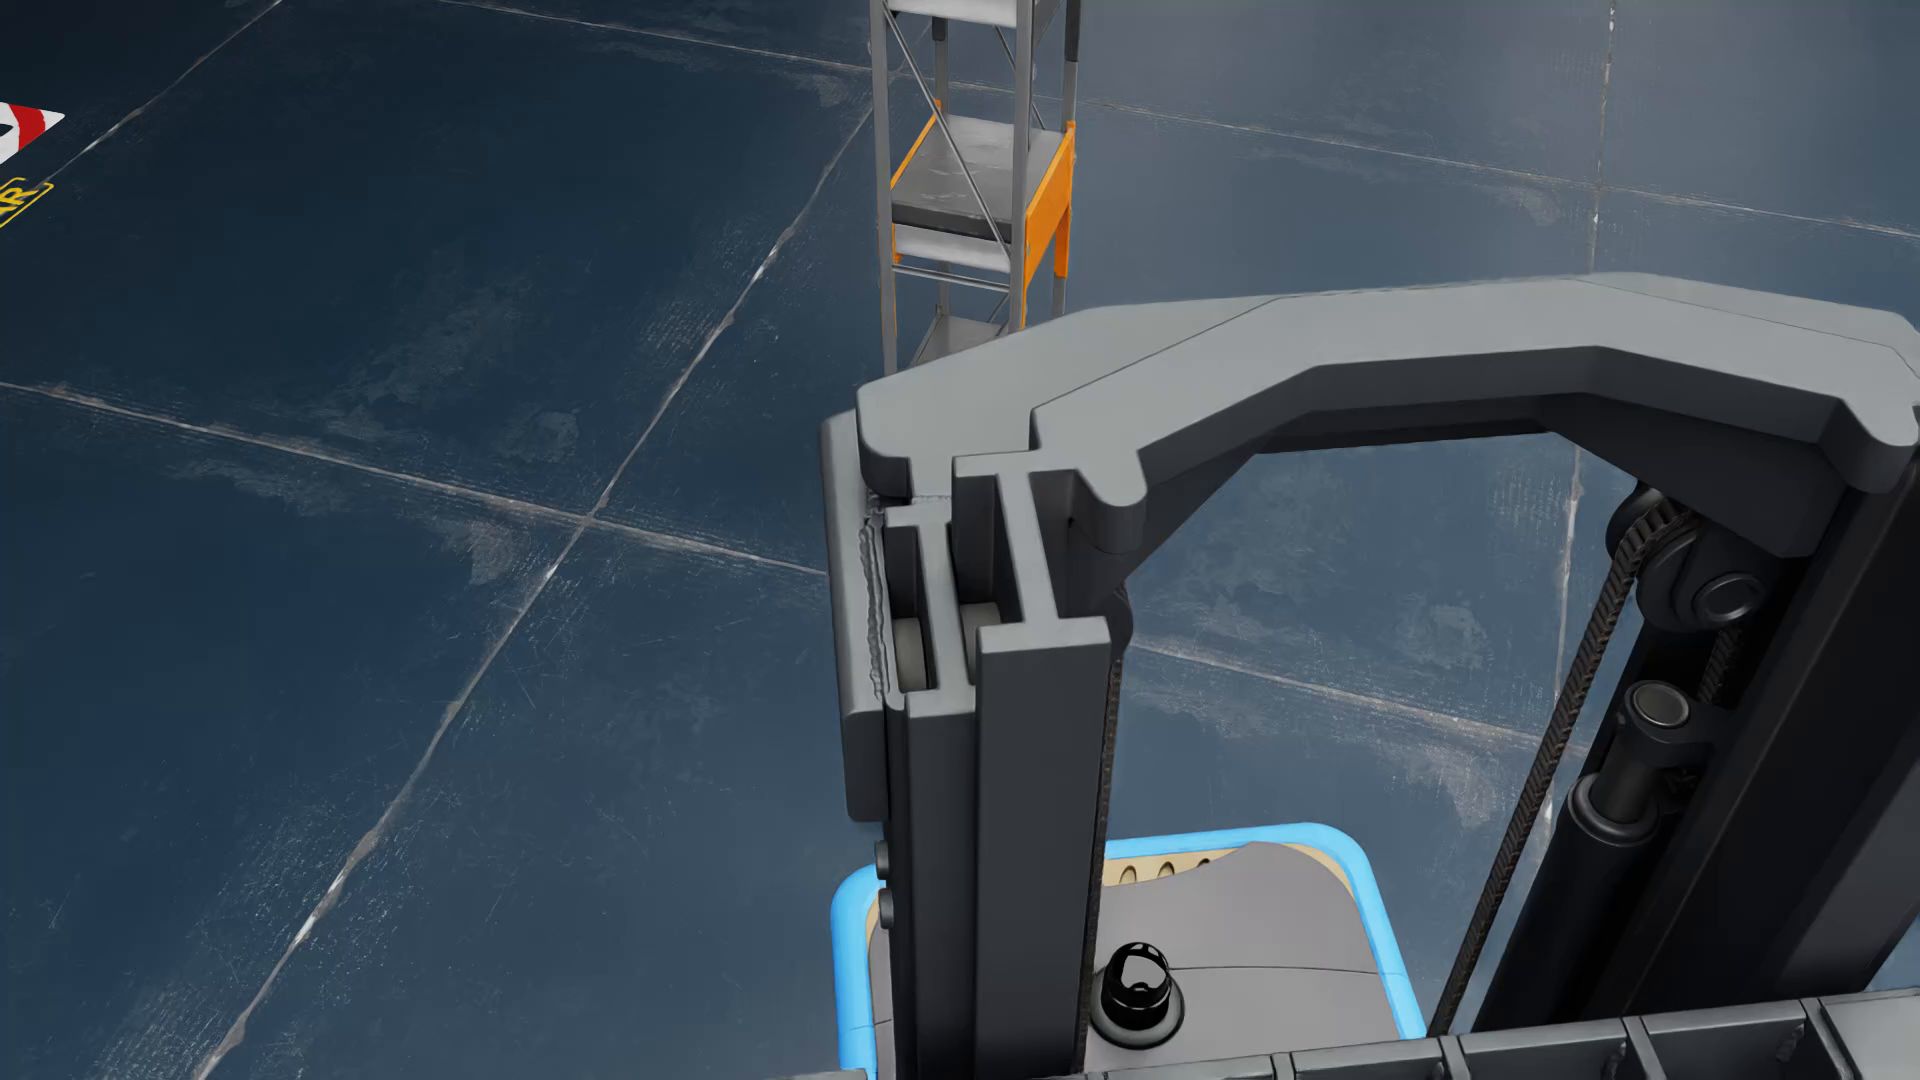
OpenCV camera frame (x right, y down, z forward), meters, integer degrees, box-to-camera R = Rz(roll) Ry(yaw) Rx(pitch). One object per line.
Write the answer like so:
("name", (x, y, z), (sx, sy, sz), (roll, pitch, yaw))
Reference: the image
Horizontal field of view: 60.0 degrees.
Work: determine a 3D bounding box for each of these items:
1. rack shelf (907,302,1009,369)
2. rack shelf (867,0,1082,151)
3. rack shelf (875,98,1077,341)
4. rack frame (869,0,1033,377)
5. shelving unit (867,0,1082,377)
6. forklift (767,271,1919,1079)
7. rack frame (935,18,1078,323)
("rack shelf", (0.050, -0.351, 5.128), (0.431, 0.518, 0.480), (13, 46, 12))
("rack shelf", (0.050, -1.351, 4.148), (0.431, 0.518, 0.480), (13, 46, 12))
("rack shelf", (0.050, -0.851, 4.638), (0.431, 0.518, 0.480), (13, 46, 12))
("rack frame", (-0.024, -0.698, 4.462), (0.400, 2.100, 0.015), (13, 46, 12))
("shelving unit", (0.050, -0.861, 4.628), (0.431, 2.100, 0.503), (13, 46, 12))
("forklift", (0.423, 1.316, 1.810), (1.130, 2.935, 3.031), (-4, 45, -5))
("rack frame", (0.124, -1.023, 4.795), (0.400, 2.100, 0.015), (13, 46, 12))
